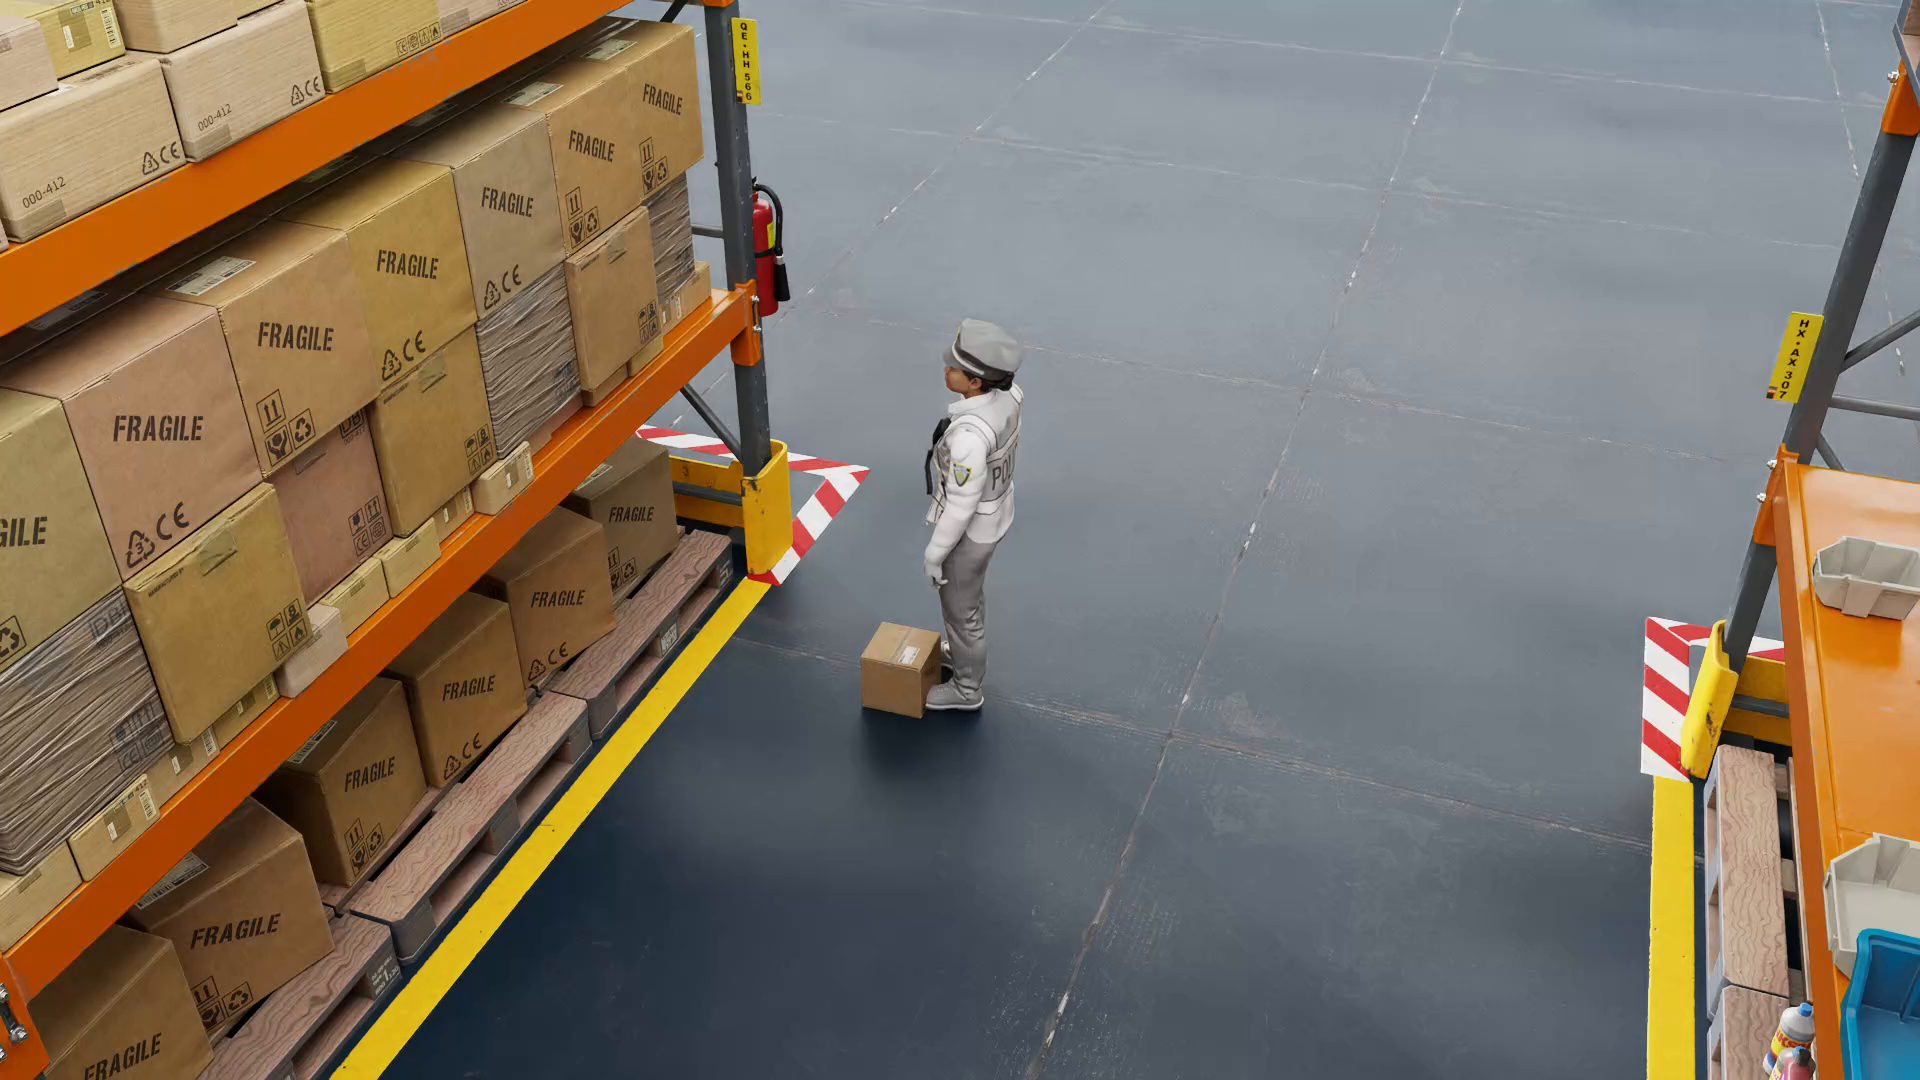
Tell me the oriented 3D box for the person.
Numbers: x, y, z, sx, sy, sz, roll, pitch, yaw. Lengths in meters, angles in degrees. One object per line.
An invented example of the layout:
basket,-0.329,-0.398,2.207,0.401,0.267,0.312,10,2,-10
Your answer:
person,-0.030,-0.068,6.196,0.531,1.695,0.587,11,35,16
